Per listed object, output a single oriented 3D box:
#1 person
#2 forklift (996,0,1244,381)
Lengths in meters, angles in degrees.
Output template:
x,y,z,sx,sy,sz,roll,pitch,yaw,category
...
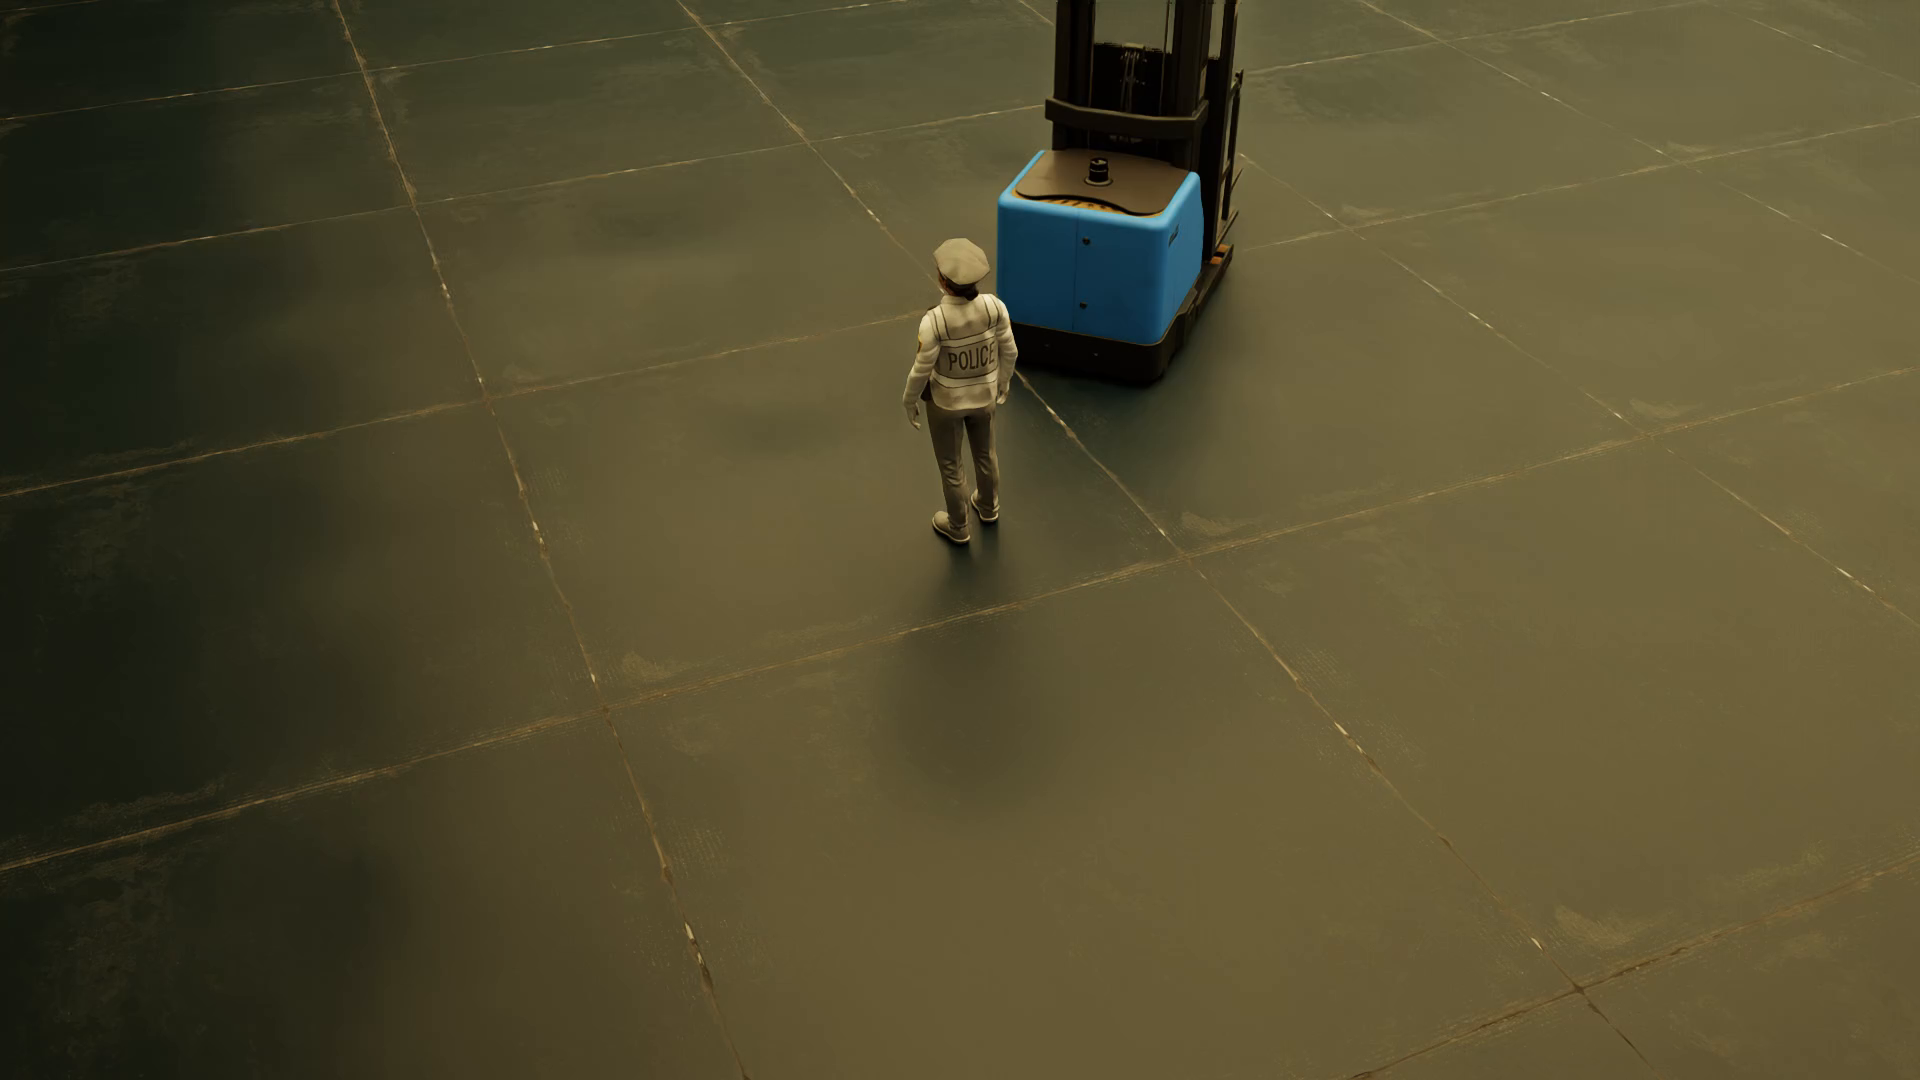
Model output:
x,y,z,sx,sy,sz,roll,pitch,yaw,category
-0.020,-0.734,8.185,0.588,1.696,0.533,-14,38,-19,person
1.197,-2.985,10.296,1.130,2.935,3.031,12,37,17,forklift
